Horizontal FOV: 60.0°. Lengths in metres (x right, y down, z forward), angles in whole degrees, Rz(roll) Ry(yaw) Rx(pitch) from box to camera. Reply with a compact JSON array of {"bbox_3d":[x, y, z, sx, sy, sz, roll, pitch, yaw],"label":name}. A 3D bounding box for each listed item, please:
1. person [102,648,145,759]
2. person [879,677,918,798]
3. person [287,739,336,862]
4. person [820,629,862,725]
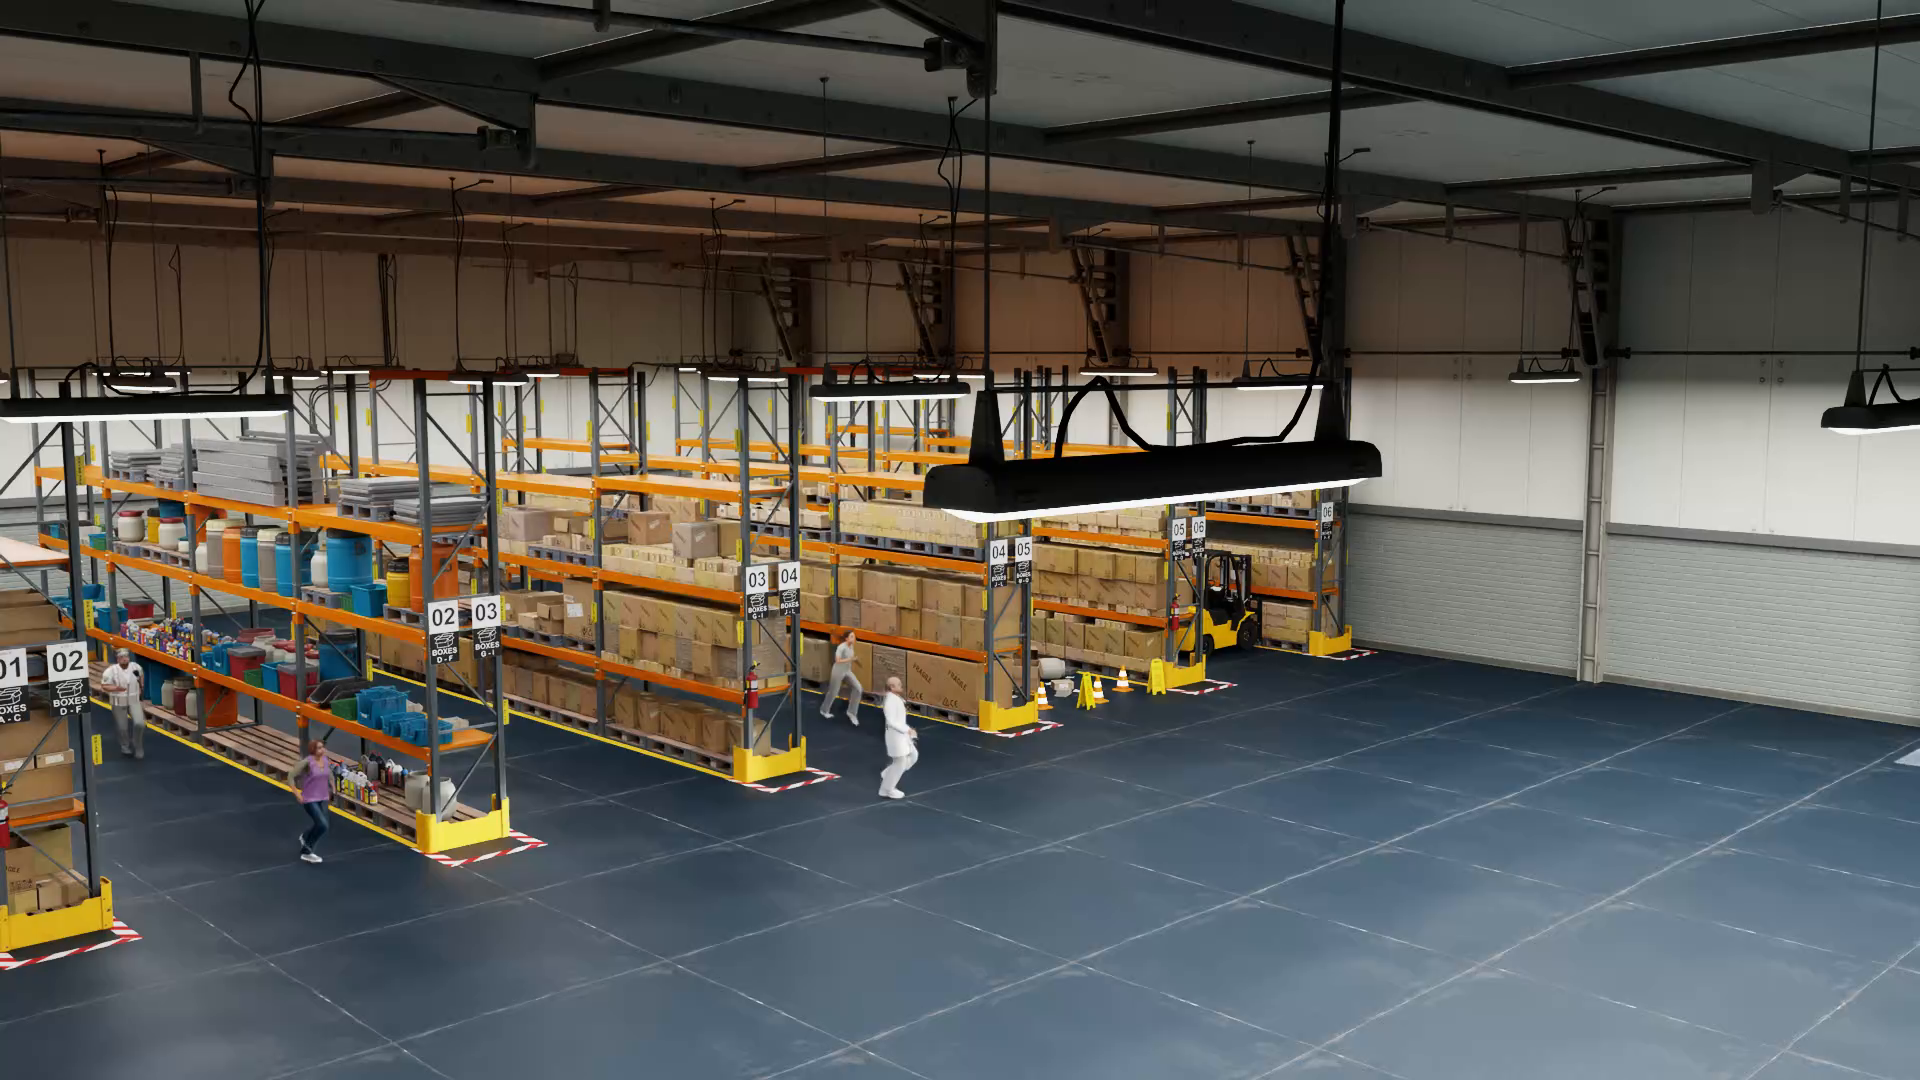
[{"bbox_3d":[-13.003,2.549,25.912,0.646,1.789,0.766,-5,8,-35],"label":"person"},{"bbox_3d":[-0.877,2.801,23.699,0.578,1.735,0.721,0,6,4],"label":"person"},{"bbox_3d":[-7.960,3.232,20.586,0.500,1.559,0.585,3,7,27],"label":"person"},{"bbox_3d":[-2.051,2.318,28.394,0.914,1.654,0.559,5,8,39],"label":"person"}]
